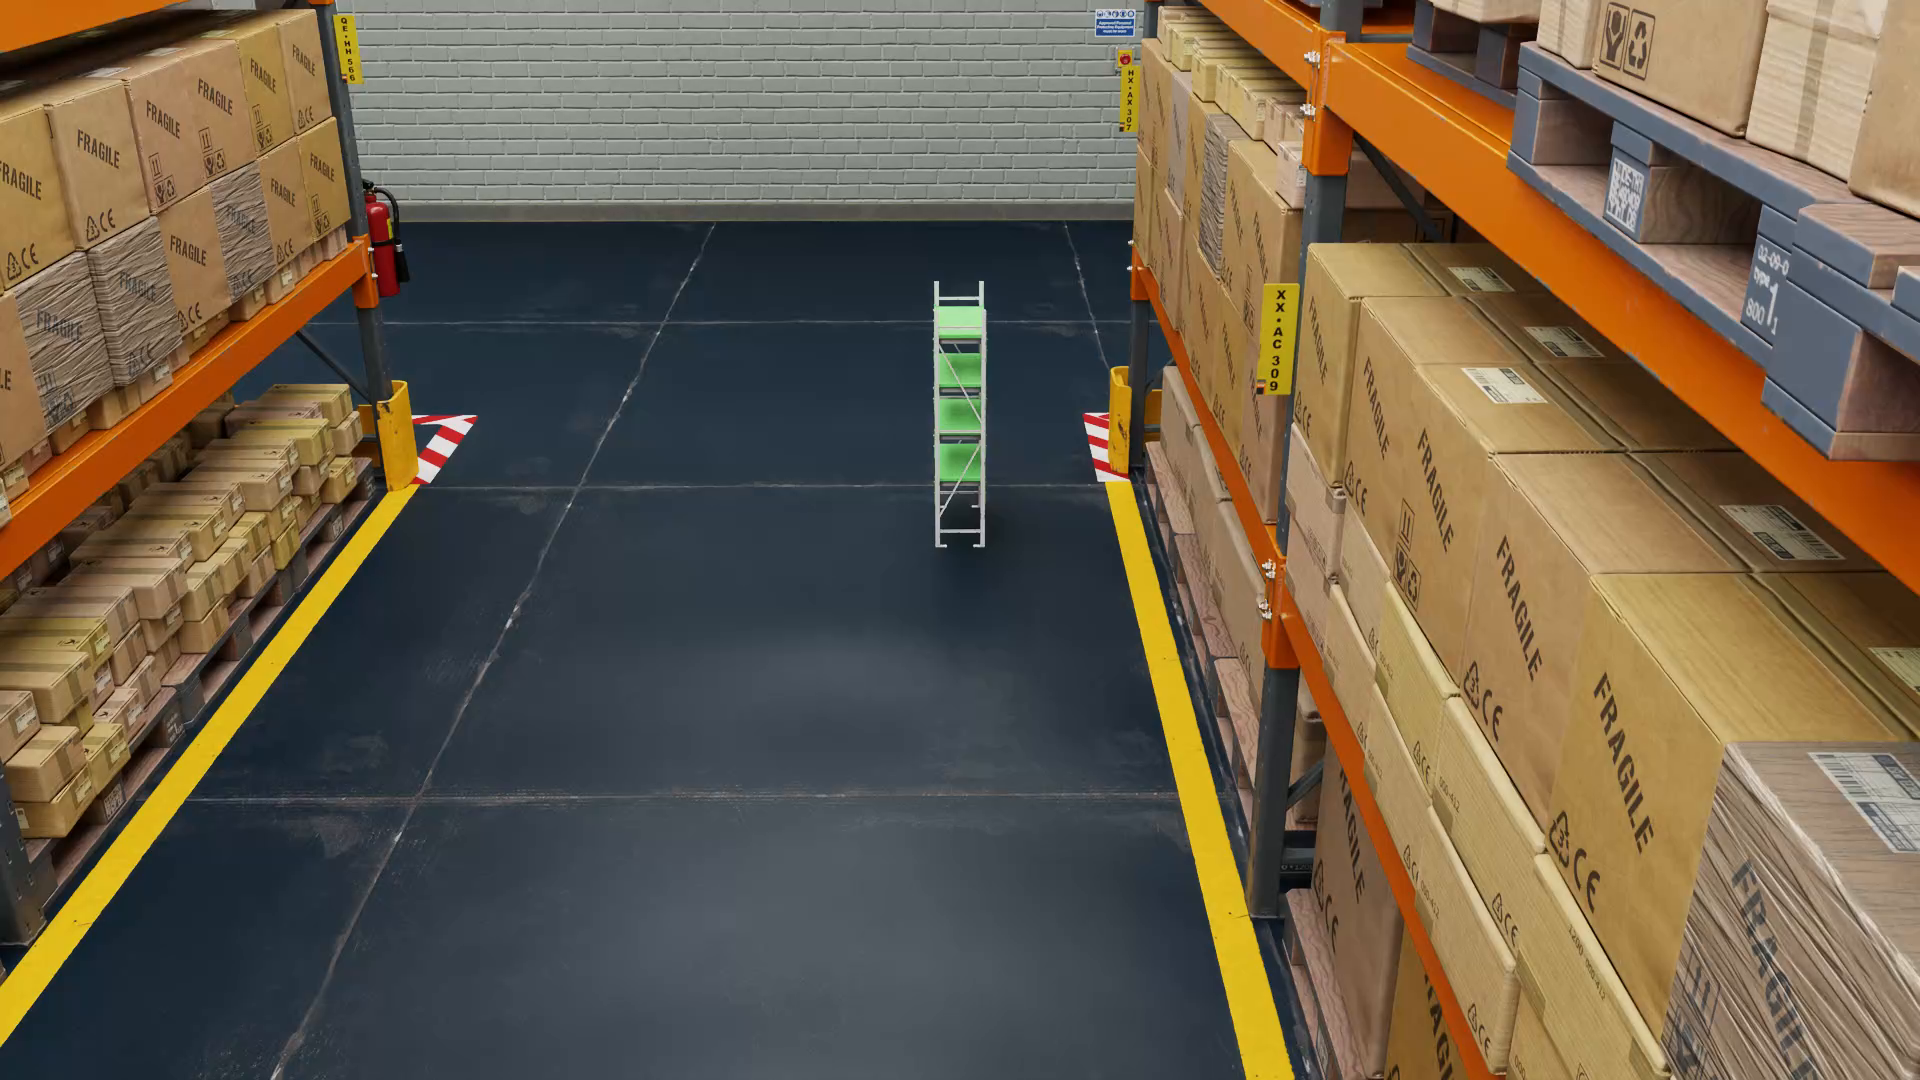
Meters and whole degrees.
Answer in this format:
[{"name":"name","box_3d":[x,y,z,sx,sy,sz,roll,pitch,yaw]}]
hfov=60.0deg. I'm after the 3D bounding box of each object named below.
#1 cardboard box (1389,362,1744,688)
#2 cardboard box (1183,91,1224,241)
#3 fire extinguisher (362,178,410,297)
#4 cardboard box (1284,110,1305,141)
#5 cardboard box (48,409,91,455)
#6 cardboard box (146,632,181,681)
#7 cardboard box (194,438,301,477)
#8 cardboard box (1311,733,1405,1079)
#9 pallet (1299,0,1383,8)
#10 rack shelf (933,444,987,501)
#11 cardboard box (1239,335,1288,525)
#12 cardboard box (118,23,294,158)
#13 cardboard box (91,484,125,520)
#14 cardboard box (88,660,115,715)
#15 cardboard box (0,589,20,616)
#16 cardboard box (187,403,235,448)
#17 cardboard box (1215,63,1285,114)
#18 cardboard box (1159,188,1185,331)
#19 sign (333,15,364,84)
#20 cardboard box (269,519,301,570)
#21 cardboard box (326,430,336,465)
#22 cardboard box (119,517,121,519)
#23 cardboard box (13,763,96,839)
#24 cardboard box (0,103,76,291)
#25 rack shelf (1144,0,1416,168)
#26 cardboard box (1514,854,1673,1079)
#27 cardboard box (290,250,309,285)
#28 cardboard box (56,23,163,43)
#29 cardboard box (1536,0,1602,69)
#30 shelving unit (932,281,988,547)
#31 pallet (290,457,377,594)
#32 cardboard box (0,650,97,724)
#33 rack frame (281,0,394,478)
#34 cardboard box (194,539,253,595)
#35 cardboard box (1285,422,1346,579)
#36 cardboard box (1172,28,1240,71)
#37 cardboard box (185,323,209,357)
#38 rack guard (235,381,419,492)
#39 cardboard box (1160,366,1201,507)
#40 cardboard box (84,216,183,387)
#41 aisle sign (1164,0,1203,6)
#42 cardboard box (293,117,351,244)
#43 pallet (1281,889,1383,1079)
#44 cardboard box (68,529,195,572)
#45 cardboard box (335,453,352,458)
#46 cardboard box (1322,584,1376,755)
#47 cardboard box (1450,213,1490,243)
[{"name":"cardboard box","box_3d":[1.209,-0.043,3.369,0.500,0.500,0.500,-1,24,-2]},{"name":"cardboard box","box_3d":[1.165,-1.460,6.504,0.500,0.500,0.500,0,24,0]},{"name":"fire extinguisher","box_3d":[-3.078,-1.625,8.750,0.296,0.674,0.183,0,24,-1]},{"name":"cardboard box","box_3d":[1.247,-1.274,5.306,0.380,0.149,0.250,0,24,0]},{"name":"cardboard box","box_3d":[-3.298,-0.408,5.817,0.380,0.149,0.250,-1,24,-3]},{"name":"cardboard box","box_3d":[-3.324,0.453,6.559,0.380,0.149,0.250,-1,24,-3]},{"name":"cardboard box","box_3d":[-3.263,-0.354,7.621,0.380,0.149,0.250,-1,24,-3]},{"name":"cardboard box","box_3d":[1.543,0.892,4.707,0.875,0.875,0.875,0,24,1]},{"name":"pallet","box_3d":[1.457,-1.804,5.066,1.003,0.211,1.213,0,24,-1]},{"name":"rack shelf","box_3d":[-0.002,-0.338,8.279,0.258,0.148,0.480,0,24,-1]},{"name":"cardboard box","box_3d":[1.195,-0.376,5.320,0.500,0.500,0.500,0,24,0]},{"name":"cardboard box","box_3d":[-3.277,-1.965,7.259,0.500,0.500,0.500,-1,24,-2]},{"name":"cardboard box","box_3d":[-3.836,-0.128,7.122,0.380,0.149,0.250,0,24,0]},{"name":"cardboard box","box_3d":[-3.308,0.541,6.003,0.380,0.149,0.250,0,24,-1]},{"name":"cardboard box","box_3d":[-3.734,0.300,6.175,0.380,0.149,0.250,1,24,1]},{"name":"cardboard box","box_3d":[-3.747,-0.558,8.071,0.380,0.149,0.250,0,24,0]},{"name":"cardboard box","box_3d":[1.166,-1.691,6.226,0.380,0.149,0.250,0,24,-1]},{"name":"cardboard box","box_3d":[1.151,-1.217,7.179,0.500,0.500,0.500,0,24,-1]},{"name":"sign","box_3d":[-2.981,-2.390,8.107,0.100,0.325,0.005,0,24,-1]},{"name":"cardboard box","box_3d":[-3.220,0.020,7.515,0.380,0.149,0.250,-1,24,-3]},{"name":"cardboard box","box_3d":[-3.296,-0.428,8.146,0.380,0.149,0.250,-1,24,-2]},{"name":"cardboard box","box_3d":[-3.713,0.005,7.188,0.380,0.149,0.250,1,24,2]},{"name":"cardboard box","box_3d":[-3.176,0.880,5.615,0.380,0.149,0.250,-1,24,-3]},{"name":"cardboard box","box_3d":[-3.275,-1.114,5.376,0.500,0.500,0.500,-1,24,-2]},{"name":"rack shelf","box_3d":[1.434,-2.003,6.272,1.077,0.370,4.000,0,24,-1]},{"name":"cardboard box","box_3d":[1.205,0.728,2.576,0.500,0.250,0.500,-1,24,-2]},{"name":"cardboard box","box_3d":[-3.267,-1.271,7.725,0.380,0.149,0.250,0,24,-1]},{"name":"cardboard box","box_3d":[-3.785,-1.967,7.264,0.500,0.500,0.500,0,24,1]},{"name":"cardboard box","box_3d":[1.126,-0.883,2.575,0.396,0.266,0.258,2,24,4]},{"name":"shelving unit","box_3d":[-0.002,-0.615,8.154,0.258,1.200,0.503,0,24,-1]},{"name":"pallet","box_3d":[-3.562,-0.088,8.188,1.003,0.211,1.213,0,24,-1]},{"name":"cardboard box","box_3d":[-3.233,0.504,5.725,0.380,0.149,0.250,1,24,2]},{"name":"rack frame","box_3d":[-3.537,-1.725,8.423,1.000,3.000,0.127,0,24,-1]},{"name":"cardboard box","box_3d":[-3.204,0.110,6.955,0.380,0.149,0.250,0,24,0]},{"name":"cardboard box","box_3d":[1.179,-0.117,4.444,0.500,0.250,0.500,-1,24,-2]},{"name":"cardboard box","box_3d":[1.122,-2.114,7.162,0.380,0.149,0.250,-1,24,-2]},{"name":"cardboard box","box_3d":[-3.305,-0.837,6.765,0.380,0.149,0.250,0,24,0]},{"name":"rack guard","box_3d":[-3.536,-0.554,8.869,1.175,0.500,0.348,0,24,-1]},{"name":"cardboard box","box_3d":[1.519,-0.541,8.406,0.875,0.438,0.875,-1,24,-2]},{"name":"cardboard box","box_3d":[-3.228,-0.874,6.061,0.500,0.500,0.500,-1,24,-2]},{"name":"aisle sign","box_3d":[1.121,-3.001,8.091,0.394,0.787,0.004,0,24,-1]},{"name":"cardboard box","box_3d":[-3.274,-1.722,7.934,0.500,0.500,0.500,0,24,1]},{"name":"pallet","box_3d":[1.540,1.448,4.792,1.003,0.211,1.213,0,24,-1]},{"name":"cardboard box","box_3d":[-3.318,0.075,6.672,0.380,0.149,0.250,-1,24,-3]},{"name":"cardboard box","box_3d":[-3.322,-0.401,8.447,0.380,0.149,0.250,0,24,0]},{"name":"cardboard box","box_3d":[1.204,0.324,4.076,0.500,0.250,0.500,-1,24,-2]},{"name":"cardboard box","box_3d":[1.693,-0.839,5.130,0.500,0.500,0.500,0,24,0]}]
